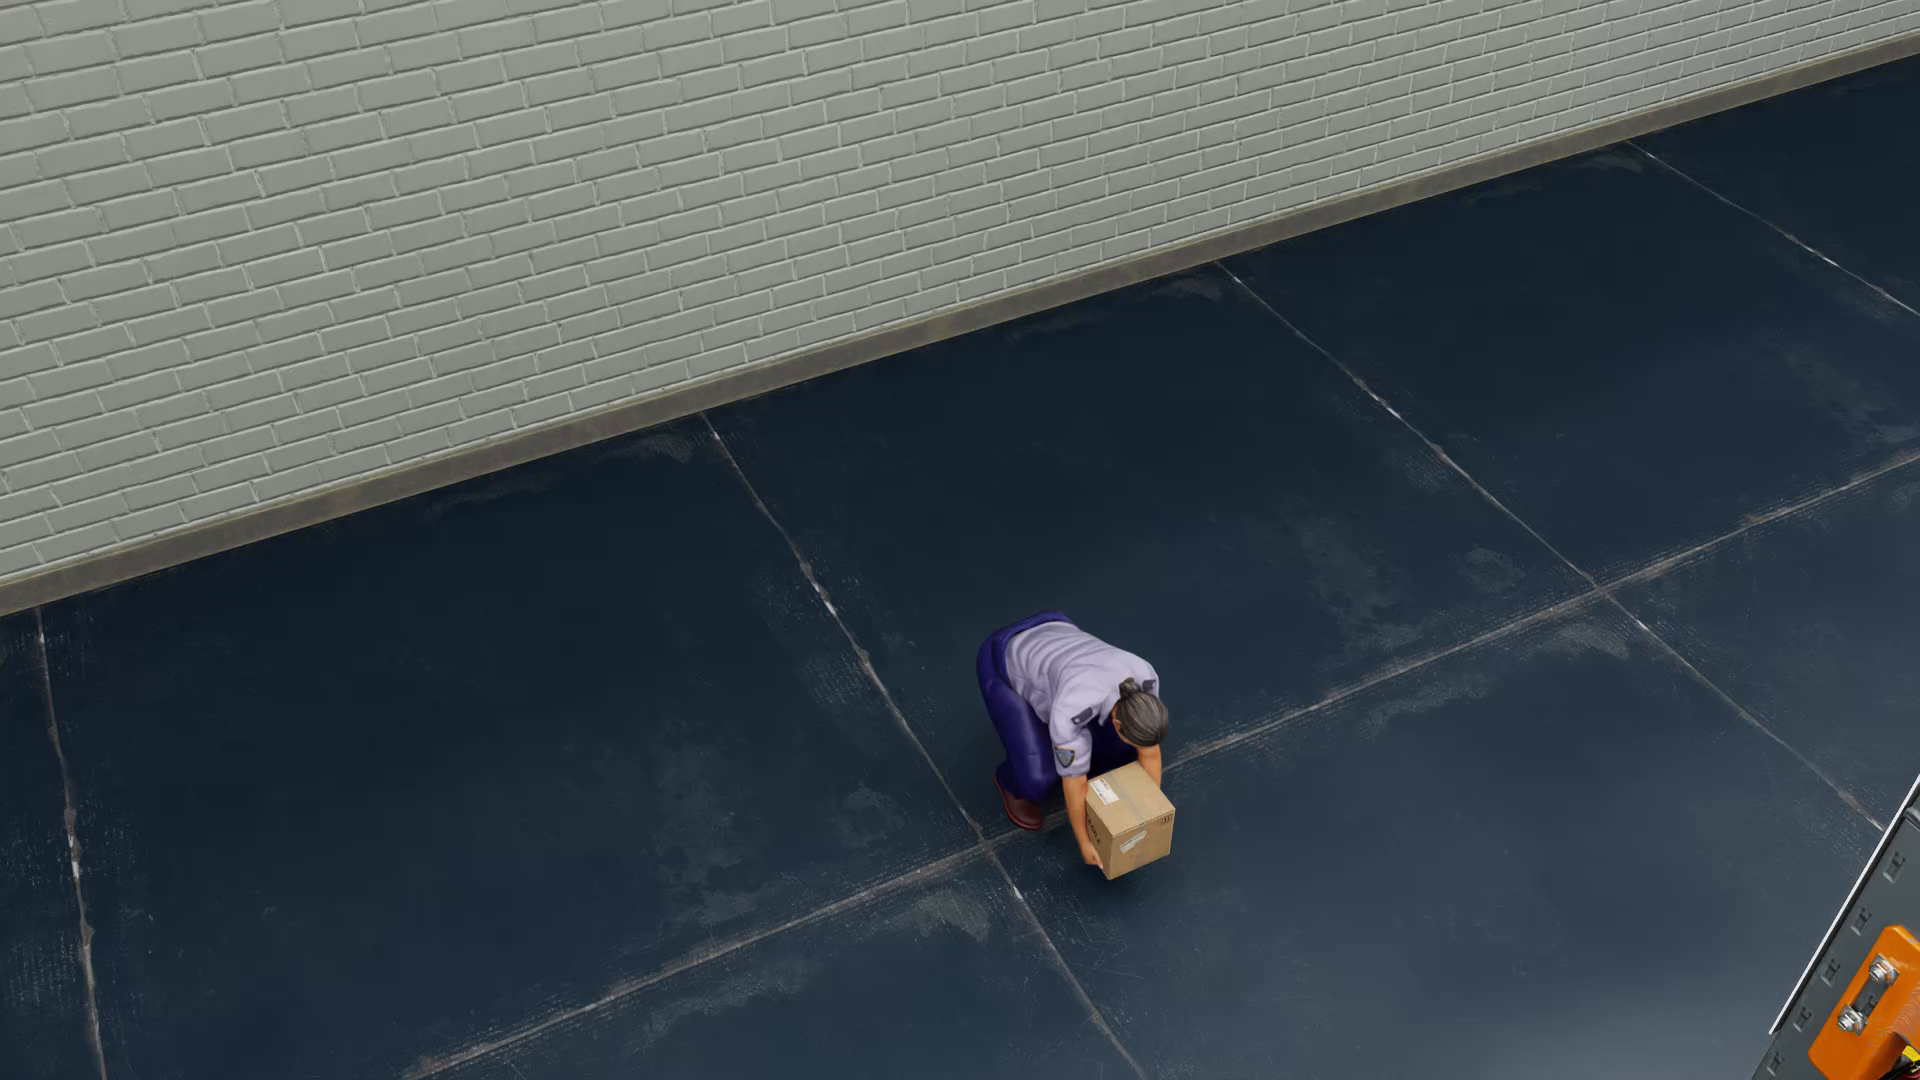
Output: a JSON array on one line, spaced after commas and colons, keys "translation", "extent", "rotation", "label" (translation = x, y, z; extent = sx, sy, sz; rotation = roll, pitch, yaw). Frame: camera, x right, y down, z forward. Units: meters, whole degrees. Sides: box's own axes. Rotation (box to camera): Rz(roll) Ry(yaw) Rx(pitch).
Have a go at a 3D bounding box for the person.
[{"translation": [0.409, 0.682, 5.938], "extent": [0.508, 0.941, 0.868], "rotation": [-21, 45, -22], "label": "person"}]
